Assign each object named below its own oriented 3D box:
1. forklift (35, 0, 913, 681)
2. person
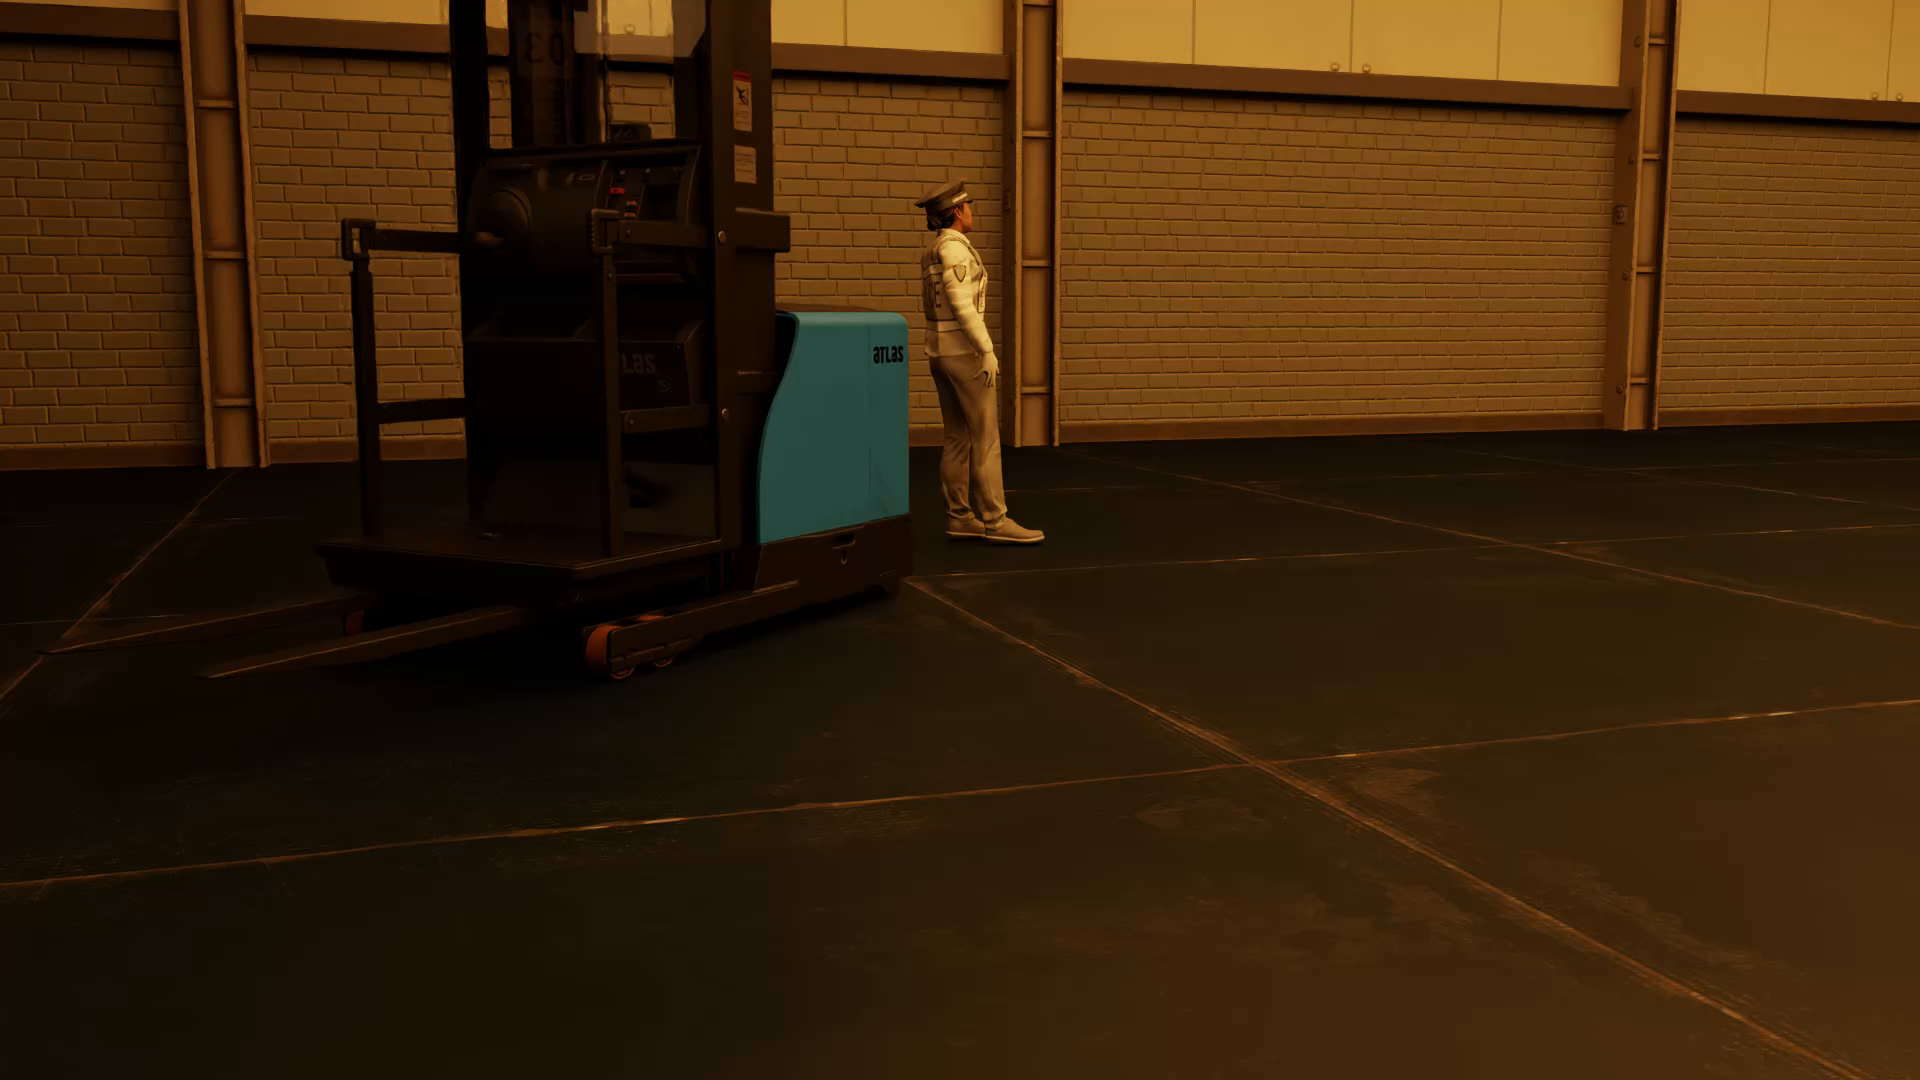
[{"bbox_3d":[-1.327,-1.109,5.200,1.130,2.935,3.031,4,9,28],"label":"forklift"},{"bbox_3d":[0.067,-0.849,7.823,0.532,1.694,0.586,-3,8,-18],"label":"person"}]
